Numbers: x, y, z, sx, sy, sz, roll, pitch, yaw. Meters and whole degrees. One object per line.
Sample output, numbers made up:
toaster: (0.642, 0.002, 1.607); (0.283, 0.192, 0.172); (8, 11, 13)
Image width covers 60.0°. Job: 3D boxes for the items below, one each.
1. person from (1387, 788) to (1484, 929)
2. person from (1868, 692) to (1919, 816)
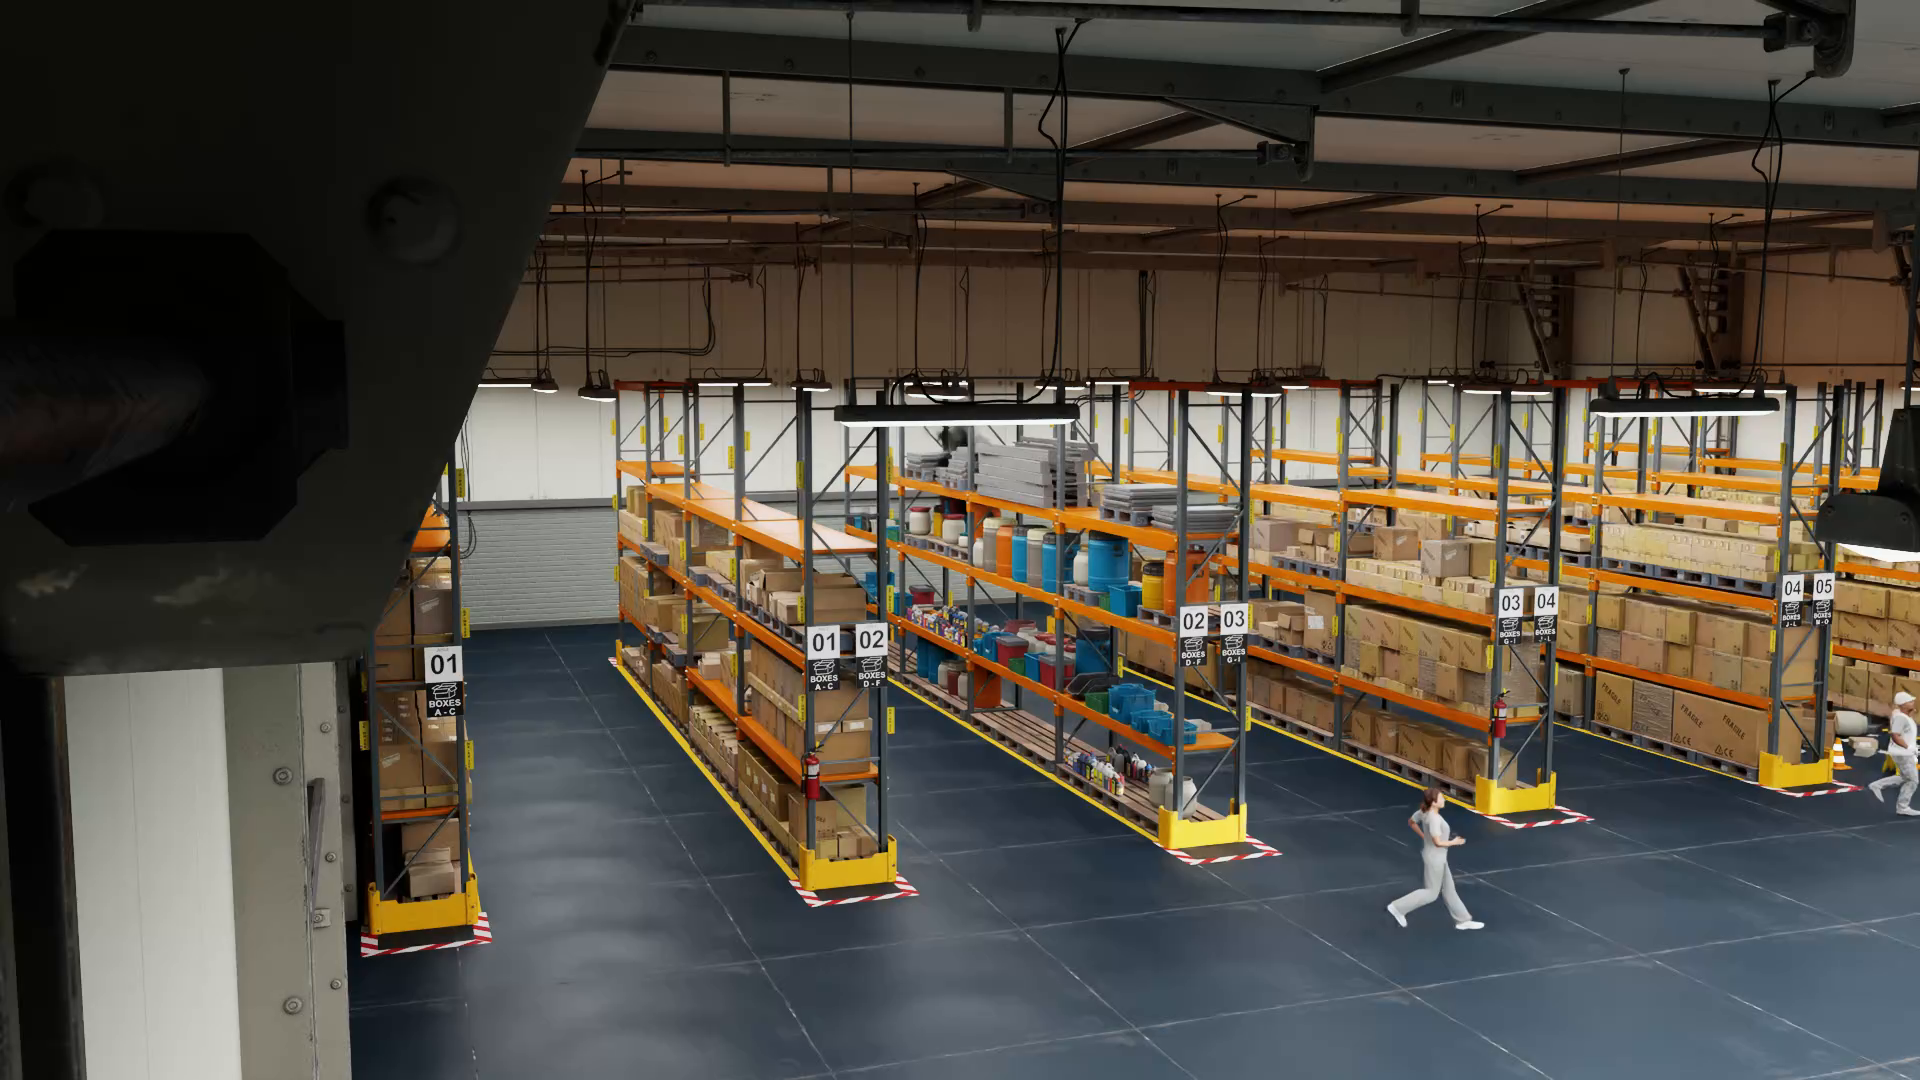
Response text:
person: (5.286, 3.531, 18.424); (1.076, 1.611, 0.582); (1, 6, 5)
person: (13.186, 2.990, 23.394); (0.674, 1.739, 0.704); (3, 7, 30)
